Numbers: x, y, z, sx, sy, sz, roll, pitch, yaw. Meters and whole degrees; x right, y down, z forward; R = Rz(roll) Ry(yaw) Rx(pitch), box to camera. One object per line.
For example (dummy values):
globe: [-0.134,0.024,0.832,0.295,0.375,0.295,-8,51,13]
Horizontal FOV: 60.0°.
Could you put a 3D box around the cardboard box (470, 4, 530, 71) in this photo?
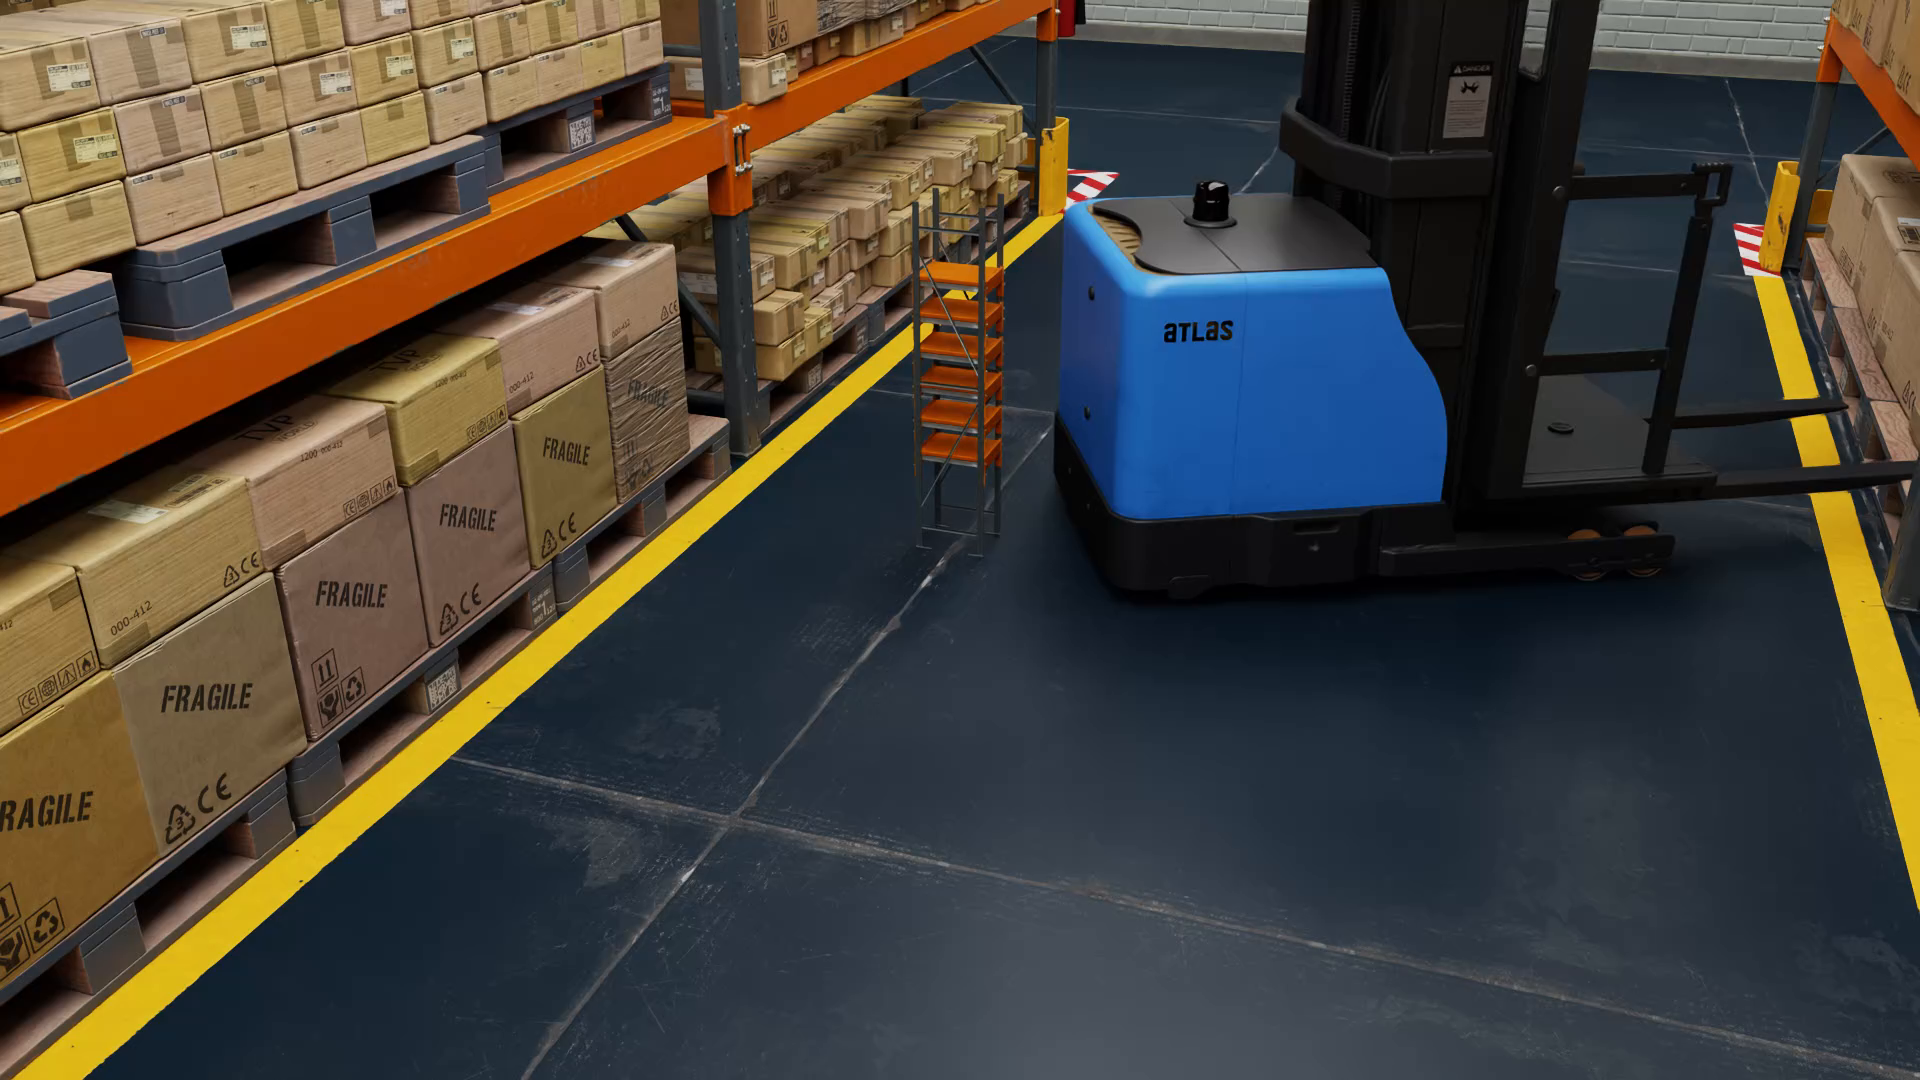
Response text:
cardboard box: [-1.470,-1.451,4.769,0.380,0.149,0.250,8,27,16]

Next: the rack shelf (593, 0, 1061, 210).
rack shelf: [-0.600,-2.254,7.789,1.077,0.370,4.000,9,27,17]

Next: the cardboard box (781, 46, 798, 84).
cardboard box: [-0.846,-1.829,6.373,0.380,0.149,0.250,10,27,19]

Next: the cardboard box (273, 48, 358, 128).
cardboard box: [-1.733,-1.132,4.112,0.380,0.149,0.250,10,27,19]

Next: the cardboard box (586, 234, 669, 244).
cardboard box: [-1.392,-1.113,6.714,0.380,0.149,0.250,10,27,19]

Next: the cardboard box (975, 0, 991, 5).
cardboard box: [-0.026,-2.801,8.382,0.380,0.149,0.250,9,27,19]

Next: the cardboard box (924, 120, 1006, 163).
cardboard box: [0.025,-2.099,8.750,0.380,0.149,0.250,8,27,16]

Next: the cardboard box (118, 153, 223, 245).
cardboard box: [-1.904,-0.785,3.735,0.380,0.149,0.250,10,27,19]

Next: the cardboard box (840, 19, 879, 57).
cardboard box: [-0.566,-2.151,7.038,0.380,0.149,0.250,9,27,18]

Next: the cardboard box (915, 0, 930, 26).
cardboard box: [-0.361,-2.484,7.726,0.380,0.149,0.250,9,27,18]

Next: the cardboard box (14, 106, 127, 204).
cardboard box: [-1.988,-0.817,3.460,0.380,0.149,0.250,9,27,18]

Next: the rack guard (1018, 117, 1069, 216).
rack guard: [0.041,-2.243,9.810,1.175,0.500,0.348,9,27,17]

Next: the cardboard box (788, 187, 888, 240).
cardboard box: [-0.543,-1.460,7.430,0.380,0.149,0.250,9,27,19]

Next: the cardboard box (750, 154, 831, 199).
cardboard box: [-0.842,-1.746,8.022,0.380,0.149,0.250,9,27,18]

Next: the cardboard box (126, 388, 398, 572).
cardboard box: [-1.793,-0.172,4.188,0.500,0.250,0.500,9,27,18]

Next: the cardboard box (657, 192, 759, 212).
cardboard box: [-1.109,-1.423,7.353,0.380,0.149,0.250,10,27,19]

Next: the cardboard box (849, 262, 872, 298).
cardboard box: [-0.625,-1.211,7.599,0.380,0.149,0.250,8,27,15]

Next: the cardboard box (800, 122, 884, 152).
cardboard box: [-0.616,-2.078,8.706,0.380,0.149,0.250,7,27,15]

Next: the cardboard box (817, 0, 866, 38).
cardboard box: [-0.705,-2.306,6.615,0.500,0.500,0.500,9,27,17]

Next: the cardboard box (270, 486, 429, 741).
cardboard box: [-1.790,0.152,4.381,0.500,0.500,0.500,8,27,16]

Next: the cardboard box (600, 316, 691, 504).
cardboard box: [-1.274,-0.479,5.684,0.500,0.500,0.500,8,27,16]

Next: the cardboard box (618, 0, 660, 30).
cardboard box: [-1.211,-1.774,5.436,0.380,0.149,0.250,10,27,19]

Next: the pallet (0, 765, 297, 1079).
pallet: [-2.335,0.822,3.810,1.003,0.211,1.213,9,27,17]

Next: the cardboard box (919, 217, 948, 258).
cardboard box: [-0.277,-1.516,8.228,0.380,0.149,0.250,9,27,18]

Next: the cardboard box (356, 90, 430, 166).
cardboard box: [-1.641,-1.104,4.395,0.380,0.149,0.250,10,28,20]

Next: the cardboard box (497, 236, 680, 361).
cardboard box: [-1.275,-0.815,5.516,0.500,0.250,0.500,8,27,16]

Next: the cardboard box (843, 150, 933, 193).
cardboard box: [-0.351,-1.791,8.114,0.380,0.149,0.250,8,27,16]

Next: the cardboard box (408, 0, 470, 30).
cardboard box: [-1.563,-1.481,4.491,0.380,0.149,0.250,8,27,16]

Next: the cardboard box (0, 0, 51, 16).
cardboard box: [-2.433,-1.255,4.023,0.380,0.149,0.250,10,28,20]

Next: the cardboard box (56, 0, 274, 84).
cardboard box: [-1.824,-1.158,3.823,0.380,0.149,0.250,10,27,19]

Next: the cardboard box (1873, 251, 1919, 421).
cardboard box: [4.044,-0.726,6.265,0.875,0.438,0.875,8,27,16]

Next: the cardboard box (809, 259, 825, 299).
cardboard box: [-0.796,-1.121,7.070,0.380,0.149,0.250,9,27,17]

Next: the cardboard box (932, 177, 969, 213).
cardboard box: [-0.172,-1.753,8.376,0.380,0.149,0.250,9,27,18]

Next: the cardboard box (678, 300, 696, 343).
cardboard box: [-1.291,-0.967,7.094,0.380,0.149,0.250,10,27,19]

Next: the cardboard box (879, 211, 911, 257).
cardboard box: [-0.446,-1.435,7.720,0.380,0.149,0.250,9,27,17]

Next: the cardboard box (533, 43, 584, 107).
cardboard box: [-1.381,-1.431,5.070,0.380,0.149,0.250,9,27,17]

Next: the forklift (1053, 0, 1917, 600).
forklift: [1.902,-1.409,5.297,3.031,2.935,1.130,-4,26,-7]

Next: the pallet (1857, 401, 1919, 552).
pallet: [3.763,-0.126,5.767,1.003,0.211,1.213,9,27,17]

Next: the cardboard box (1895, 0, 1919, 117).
cardboard box: [3.669,-1.773,5.855,0.500,0.500,0.500,8,27,17]

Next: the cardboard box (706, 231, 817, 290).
cardboard box: [-0.808,-1.146,6.781,0.380,0.149,0.250,10,28,20]

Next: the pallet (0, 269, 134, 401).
pallet: [-2.460,-0.334,3.218,1.213,0.211,1.003,9,27,17]

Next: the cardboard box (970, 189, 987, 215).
cardboard box: [-0.072,-1.842,8.903,0.380,0.149,0.250,9,27,17]

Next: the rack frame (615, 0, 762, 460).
rack frame: [-1.265,-1.756,5.934,1.000,3.000,0.127,9,27,17]

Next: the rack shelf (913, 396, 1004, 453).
rack shelf: [-0.005,-0.386,5.548,0.258,0.103,0.180,9,27,17]

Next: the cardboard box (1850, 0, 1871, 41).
cardboard box: [4.195,-2.401,7.152,0.500,0.500,0.500,8,27,17]

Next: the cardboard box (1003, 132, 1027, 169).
cardboard box: [0.159,-2.181,9.261,0.380,0.149,0.250,8,27,16]

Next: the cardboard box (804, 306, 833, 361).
cardboard box: [-0.752,-0.874,6.903,0.380,0.149,0.250,10,27,19]

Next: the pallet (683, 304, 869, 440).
pallet: [-1.075,-0.782,7.123,1.003,0.211,1.213,9,27,17]

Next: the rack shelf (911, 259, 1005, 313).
rack shelf: [-0.005,-0.818,5.339,0.258,0.103,0.180,9,27,17]

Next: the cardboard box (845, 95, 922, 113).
cardboard box: [-0.429,-2.407,9.387,0.380,0.149,0.250,8,27,15]

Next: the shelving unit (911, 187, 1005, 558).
shelving unit: [-0.005,-0.534,5.476,0.258,1.200,0.189,9,27,17]
